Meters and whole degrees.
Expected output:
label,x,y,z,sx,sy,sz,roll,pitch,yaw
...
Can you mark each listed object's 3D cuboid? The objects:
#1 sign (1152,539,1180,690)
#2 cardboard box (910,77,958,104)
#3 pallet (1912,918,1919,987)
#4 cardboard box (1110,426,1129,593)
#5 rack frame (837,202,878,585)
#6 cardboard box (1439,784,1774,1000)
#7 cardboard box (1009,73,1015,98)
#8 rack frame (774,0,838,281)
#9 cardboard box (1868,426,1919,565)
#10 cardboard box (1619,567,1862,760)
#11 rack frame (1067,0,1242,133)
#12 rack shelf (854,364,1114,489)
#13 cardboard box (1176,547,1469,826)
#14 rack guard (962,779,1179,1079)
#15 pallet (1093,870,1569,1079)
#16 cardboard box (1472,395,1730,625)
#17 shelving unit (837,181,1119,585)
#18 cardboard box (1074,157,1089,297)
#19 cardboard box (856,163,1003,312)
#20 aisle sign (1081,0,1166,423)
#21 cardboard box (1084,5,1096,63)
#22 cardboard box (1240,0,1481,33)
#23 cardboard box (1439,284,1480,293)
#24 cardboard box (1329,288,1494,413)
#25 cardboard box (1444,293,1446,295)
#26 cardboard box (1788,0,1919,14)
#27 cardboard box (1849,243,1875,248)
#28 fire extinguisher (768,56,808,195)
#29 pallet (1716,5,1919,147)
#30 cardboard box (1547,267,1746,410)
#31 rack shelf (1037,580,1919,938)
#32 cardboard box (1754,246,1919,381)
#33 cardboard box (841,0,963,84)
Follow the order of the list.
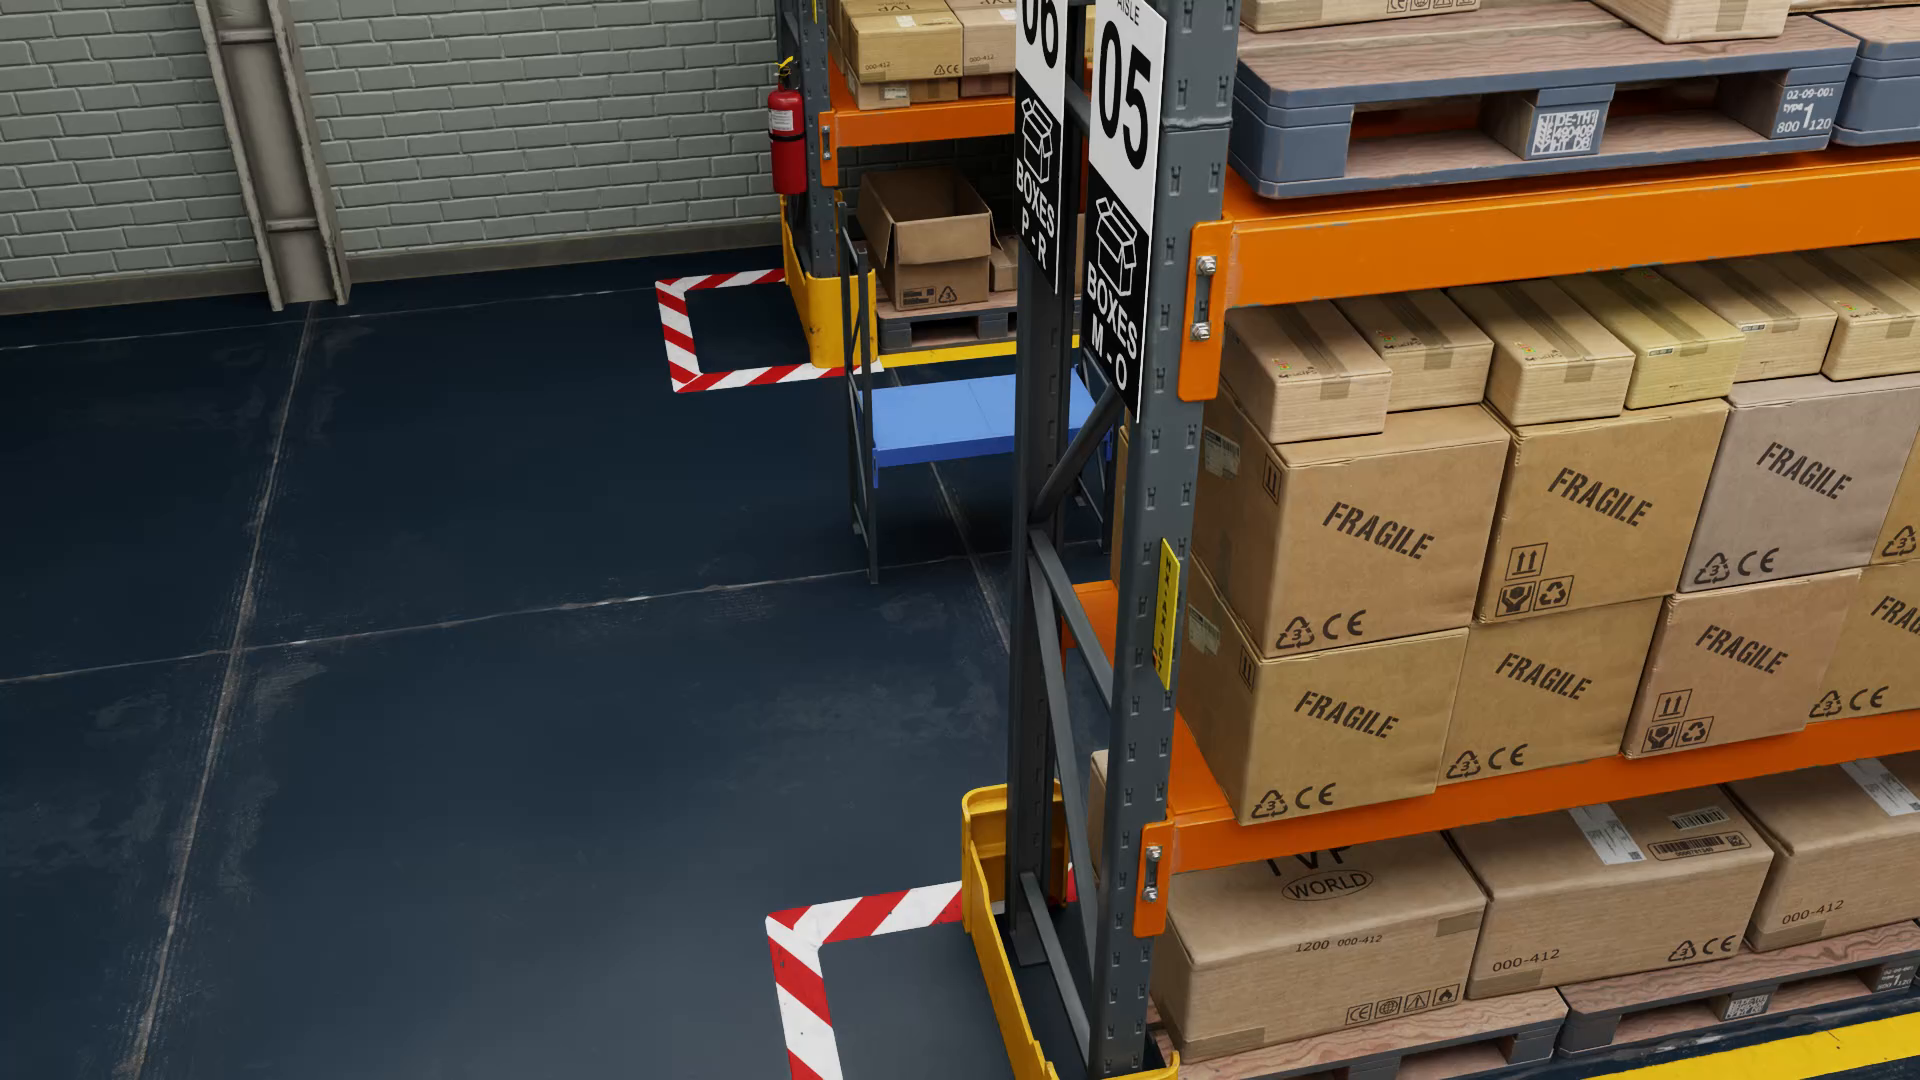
label,x,y,z,sx,sy,sz,roll,pitch,yaw
sign,0.430,0.158,3.475,0.005,0.325,0.100,-7,35,-11
cardboard box,-0.167,-2.293,8.200,0.250,0.149,0.380,-6,34,-9
pallet,3.455,0.965,5.623,1.213,0.211,1.003,-7,35,-11
cardboard box,0.725,0.003,4.464,0.500,0.500,0.500,-7,34,-10
rack frame,-0.413,-0.571,6.755,0.032,1.500,0.500,-7,35,-11
cardboard box,1.825,0.885,5.162,0.875,0.438,0.875,-6,34,-9
cardboard box,0.342,-2.342,8.273,0.250,0.149,0.380,-6,34,-9
rack frame,-0.786,-2.449,8.208,0.127,3.000,1.000,-7,35,-11
cardboard box,2.333,-0.310,4.032,0.500,0.500,0.500,-7,35,-10
cardboard box,1.832,0.173,4.210,0.500,0.500,0.500,-7,35,-11
rack frame,0.313,-2.243,2.517,0.127,3.000,1.000,-7,35,-11
rack shelf,0.083,-0.484,6.948,1.000,0.185,0.538,-7,35,-11
cardboard box,0.844,0.303,4.016,0.500,0.500,0.500,-7,35,-11
rack guard,0.289,1.289,4.881,0.348,0.500,1.175,-7,35,-11
pallet,1.076,1.265,5.176,1.213,0.211,1.003,-7,35,-11
cardboard box,1.346,-0.180,3.840,0.500,0.500,0.500,-8,35,-12
shelving unit,0.083,-0.633,6.848,1.048,1.500,0.538,-7,35,-11
cardboard box,0.674,-1.693,8.948,0.500,0.500,0.700,-6,34,-9
cardboard box,-0.168,-1.611,8.822,0.637,0.503,0.797,-9,35,-12
aisle sign,0.307,-0.665,3.216,0.004,0.787,0.394,-7,35,-11
cardboard box,0.702,-2.546,8.220,0.500,0.250,0.500,-8,35,-11
cardboard box,0.732,-1.255,3.405,0.500,0.250,0.500,-10,35,-15
cardboard box,1.094,-0.753,4.111,0.250,0.149,0.380,-8,35,-11
cardboard box,0.960,-0.442,3.648,0.250,0.149,0.380,-6,34,-9
cardboard box,1.234,-0.478,4.283,0.500,0.500,0.500,-7,35,-10
cardboard box,1.784,-1.333,3.467,0.500,0.311,0.500,-7,34,-10
cardboard box,2.111,-0.840,4.240,0.250,0.149,0.380,-6,34,-9
fire extinguisher,-0.827,-1.993,7.932,0.183,0.674,0.296,-7,35,-11
pallet,2.227,-1.210,3.748,1.213,0.211,1.003,-7,35,-11
cardboard box,1.492,-0.454,3.665,0.250,0.149,0.380,-8,35,-12
rack shelf,2.264,0.301,4.756,4.000,0.370,1.077,-7,35,-11
cardboard box,1.989,-0.523,3.768,0.250,0.149,0.380,-7,34,-10
cardboard box,-0.284,-2.420,8.032,0.500,0.250,0.500,-7,34,-10
